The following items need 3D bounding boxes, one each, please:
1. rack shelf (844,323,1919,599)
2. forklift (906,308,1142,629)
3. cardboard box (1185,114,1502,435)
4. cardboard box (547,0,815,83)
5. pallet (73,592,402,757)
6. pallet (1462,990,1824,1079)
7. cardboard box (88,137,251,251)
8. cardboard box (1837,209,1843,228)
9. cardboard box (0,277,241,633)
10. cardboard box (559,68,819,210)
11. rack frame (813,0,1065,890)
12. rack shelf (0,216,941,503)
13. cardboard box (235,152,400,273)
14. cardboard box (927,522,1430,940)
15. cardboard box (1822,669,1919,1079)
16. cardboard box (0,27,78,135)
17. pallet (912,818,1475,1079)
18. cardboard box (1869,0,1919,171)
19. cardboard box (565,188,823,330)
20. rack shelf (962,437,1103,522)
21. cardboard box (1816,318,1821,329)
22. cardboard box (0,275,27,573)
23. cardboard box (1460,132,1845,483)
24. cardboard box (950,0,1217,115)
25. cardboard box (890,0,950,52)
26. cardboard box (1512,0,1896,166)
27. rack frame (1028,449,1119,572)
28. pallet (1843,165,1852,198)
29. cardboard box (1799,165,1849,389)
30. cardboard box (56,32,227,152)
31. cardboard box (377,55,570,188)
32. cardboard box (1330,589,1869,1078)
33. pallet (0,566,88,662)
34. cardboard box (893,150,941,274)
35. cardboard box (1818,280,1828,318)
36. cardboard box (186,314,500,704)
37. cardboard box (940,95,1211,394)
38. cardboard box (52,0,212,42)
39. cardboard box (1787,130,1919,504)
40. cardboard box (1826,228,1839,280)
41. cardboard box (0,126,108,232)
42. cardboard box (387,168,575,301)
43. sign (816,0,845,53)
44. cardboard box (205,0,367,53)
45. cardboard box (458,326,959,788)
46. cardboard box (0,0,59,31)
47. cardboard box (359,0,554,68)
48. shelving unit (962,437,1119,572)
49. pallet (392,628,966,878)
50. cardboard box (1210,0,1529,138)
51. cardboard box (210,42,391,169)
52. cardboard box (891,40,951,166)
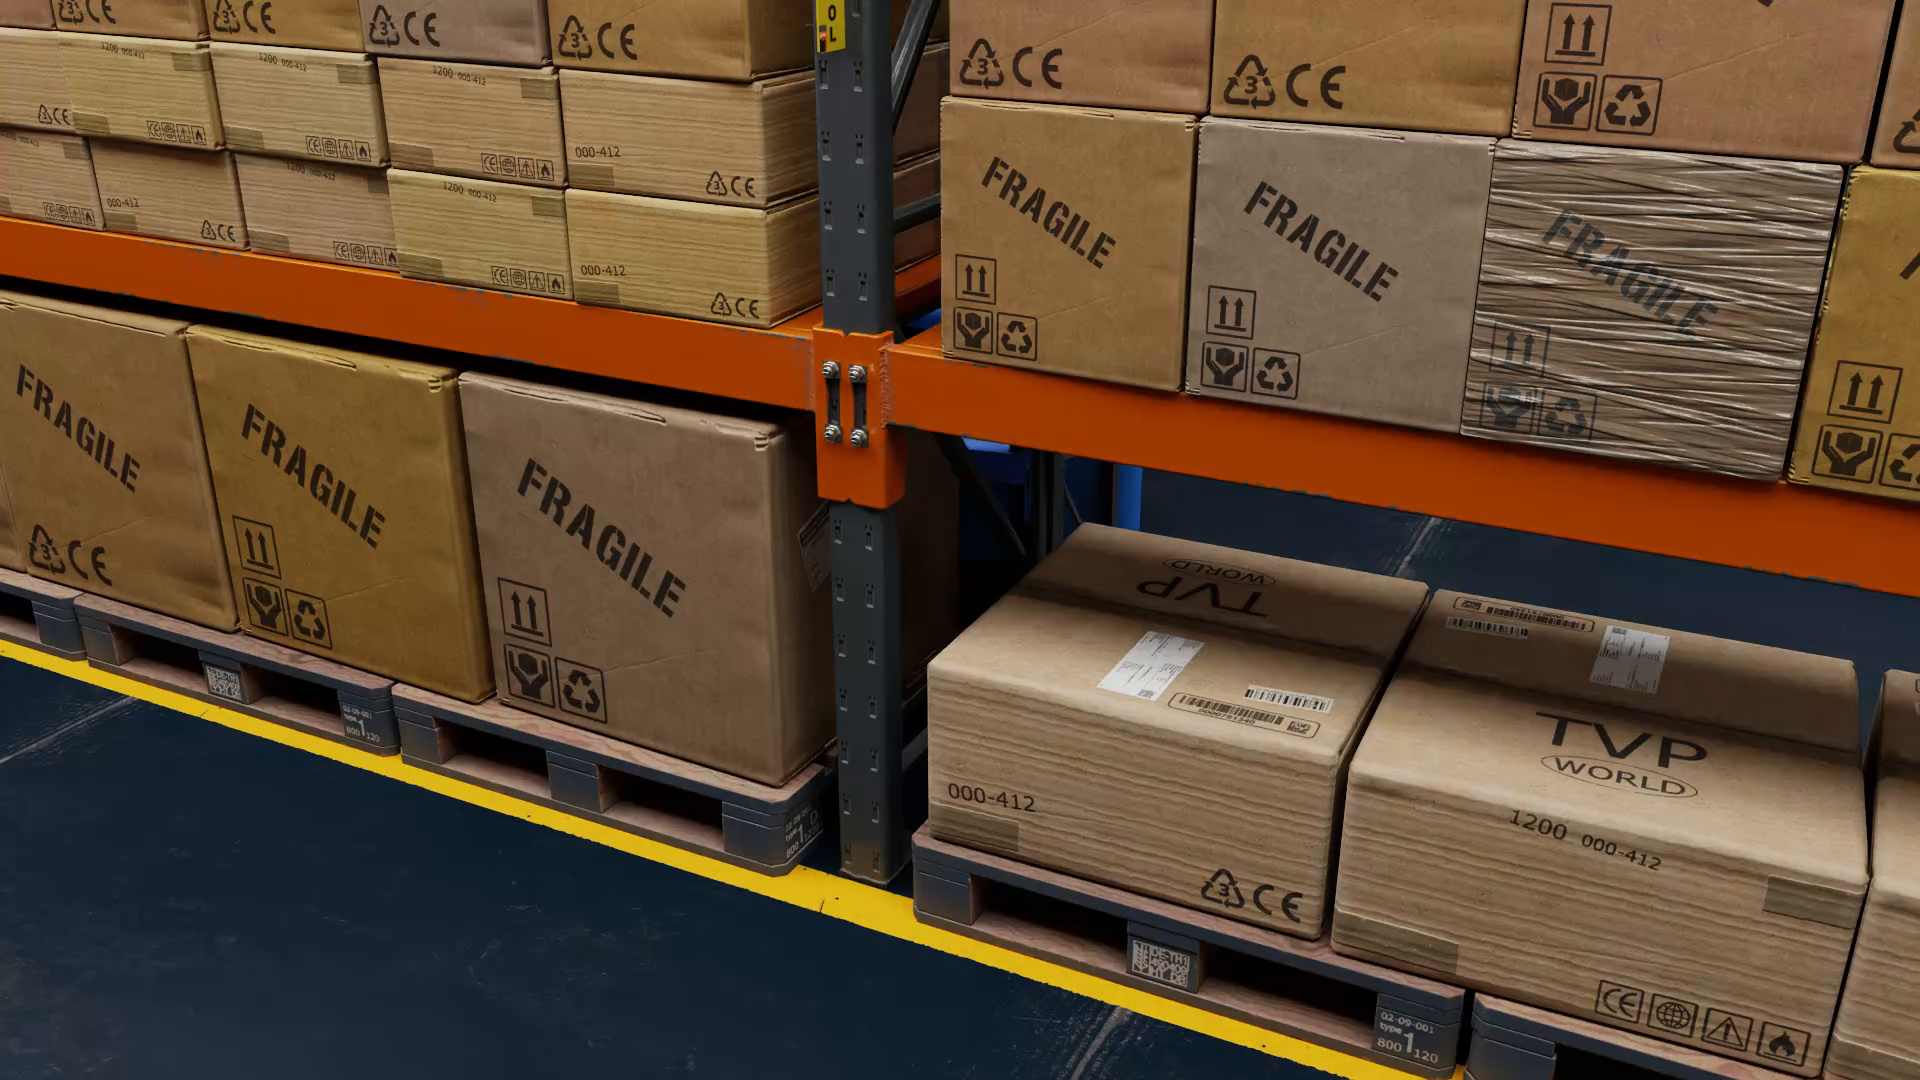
[{"bbox_3d":[1.784,-0.072,3.006,4.000,0.370,1.077,11,25,25],"label":"rack shelf"},{"bbox_3d":[-0.016,-1.595,5.756,1.130,2.935,3.031,-1,23,-1],"label":"forklift"},{"bbox_3d":[0.747,-0.538,3.054,0.500,0.500,0.500,11,26,25],"label":"cardboard box"},{"bbox_3d":[-0.513,-1.254,3.460,0.500,0.500,0.500,12,26,26],"label":"cardboard box"},{"bbox_3d":[-1.817,0.202,5.006,1.213,0.211,1.003,11,25,25],"label":"pallet"},{"bbox_3d":[1.735,0.903,3.356,1.213,0.211,1.003,11,25,25],"label":"pallet"},{"bbox_3d":[-1.874,-0.954,4.353,0.500,0.250,0.500,11,25,25],"label":"cardboard box"},{"bbox_3d":[3.947,-1.400,7.554,0.250,0.149,0.380,11,26,25],"label":"cardboard box"},{"bbox_3d":[-2.198,-0.368,4.962,0.875,0.875,0.875,12,26,25],"label":"cardboard box"},{"bbox_3d":[-0.504,-0.910,3.611,0.500,0.250,0.500,11,25,24],"label":"cardboard box"},{"bbox_3d":[-0.001,-0.756,3.696,0.127,3.000,1.000,11,25,25],"label":"rack frame"},{"bbox_3d":[-1.786,-0.779,4.667,4.000,0.370,1.077,11,25,25],"label":"rack shelf"},{"bbox_3d":[-1.411,-0.865,4.142,0.500,0.250,0.500,10,25,23],"label":"cardboard box"},{"bbox_3d":[0.511,0.378,3.766,0.875,0.438,0.875,11,25,24],"label":"cardboard box"},{"bbox_3d":[2.114,0.695,3.019,0.875,0.438,0.875,12,26,26],"label":"cardboard box"},{"bbox_3d":[-2.330,-1.264,4.442,0.500,0.250,0.500,11,25,24],"label":"cardboard box"},{"bbox_3d":[0.642,0.688,3.862,1.213,0.211,1.003,11,25,25],"label":"pallet"},{"bbox_3d":[1.663,-0.818,2.436,0.500,0.500,0.500,11,25,24],"label":"cardboard box"},{"bbox_3d":[-0.515,-0.679,3.705,0.500,0.250,0.500,11,25,23],"label":"cardboard box"},{"bbox_3d":[-0.126,-0.251,4.758,1.000,0.185,0.538,8,16,29],"label":"rack shelf"},{"bbox_3d":[3.767,-0.973,7.312,0.250,0.149,0.380,12,26,26],"label":"cardboard box"},{"bbox_3d":[-2.992,-0.527,5.335,0.875,0.875,0.875,11,25,24],"label":"cardboard box"},{"bbox_3d":[1.188,-0.448,2.842,0.500,0.500,0.500,11,26,25],"label":"cardboard box"},{"bbox_3d":[0.315,-1.094,3.084,0.500,0.500,0.500,11,26,25],"label":"cardboard box"},{"bbox_3d":[-0.264,-1.441,3.899,0.500,0.500,0.500,12,26,25],"label":"cardboard box"},{"bbox_3d":[1.215,-0.908,2.647,0.500,0.500,0.500,12,26,26],"label":"cardboard box"},{"bbox_3d":[0.317,-0.363,4.472,0.032,1.500,0.500,8,16,29],"label":"rack frame"},{"bbox_3d":[6.206,-2.558,11.495,1.213,0.211,1.003,11,25,25],"label":"pallet"},{"bbox_3d":[1.445,-0.637,3.288,0.500,0.500,0.500,11,25,24],"label":"cardboard box"},{"bbox_3d":[-1.883,-1.170,4.221,0.500,0.250,0.500,12,26,25],"label":"cardboard box"},{"bbox_3d":[-0.954,-0.996,3.812,0.500,0.250,0.500,12,26,26],"label":"cardboard box"},{"bbox_3d":[1.310,0.536,3.395,0.875,0.438,0.875,10,25,23],"label":"cardboard box"},{"bbox_3d":[-2.901,-0.014,5.513,1.213,0.211,1.003,11,25,25],"label":"pallet"},{"bbox_3d":[-0.275,-0.857,4.125,0.500,0.250,0.500,11,25,23],"label":"cardboard box"},{"bbox_3d":[3.701,-1.077,7.176,0.250,0.149,0.380,11,26,25],"label":"cardboard box"},{"bbox_3d":[-1.400,-0.210,4.590,0.875,0.875,0.875,12,26,26],"label":"cardboard box"},{"bbox_3d":[0.300,-0.628,3.266,0.500,0.500,0.500,12,26,26],"label":"cardboard box"},{"bbox_3d":[-1.890,-1.525,4.098,0.500,0.500,0.500,12,26,25],"label":"cardboard box"},{"bbox_3d":[1.647,-0.357,2.628,0.500,0.500,0.500,12,26,26],"label":"cardboard box"},{"bbox_3d":[3.739,-1.240,7.179,0.250,0.149,0.380,11,26,25],"label":"cardboard box"},{"bbox_3d":[-2.316,-1.040,4.555,0.500,0.250,0.500,12,26,26],"label":"cardboard box"},{"bbox_3d":[-0.969,-0.769,3.917,0.500,0.250,0.500,11,25,24],"label":"cardboard box"},{"bbox_3d":[-0.237,-1.062,3.035,0.005,0.325,0.100,11,25,25],"label":"sign"},{"bbox_3d":[-1.422,-1.439,3.895,0.500,0.500,0.500,12,26,26],"label":"cardboard box"},{"bbox_3d":[-0.591,-0.053,4.221,0.875,0.875,0.875,12,26,26],"label":"cardboard box"},{"bbox_3d":[-2.339,-1.615,4.310,0.500,0.500,0.500,12,26,26],"label":"cardboard box"},{"bbox_3d":[-0.978,-1.343,3.669,0.500,0.500,0.500,12,26,26],"label":"cardboard box"},{"bbox_3d":[-0.125,-0.426,4.715,1.048,1.500,0.538,8,16,29],"label":"shelving unit"},{"bbox_3d":[-0.724,0.417,4.500,1.213,0.211,1.003,11,25,25],"label":"pallet"},{"bbox_3d":[0.762,-1.003,2.869,0.500,0.500,0.500,11,25,24],"label":"cardboard box"},{"bbox_3d":[-1.419,-1.085,4.022,0.500,0.250,0.500,12,26,26],"label":"cardboard box"},{"bbox_3d":[-0.267,-1.094,4.042,0.500,0.250,0.500,10,25,23],"label":"cardboard box"}]
